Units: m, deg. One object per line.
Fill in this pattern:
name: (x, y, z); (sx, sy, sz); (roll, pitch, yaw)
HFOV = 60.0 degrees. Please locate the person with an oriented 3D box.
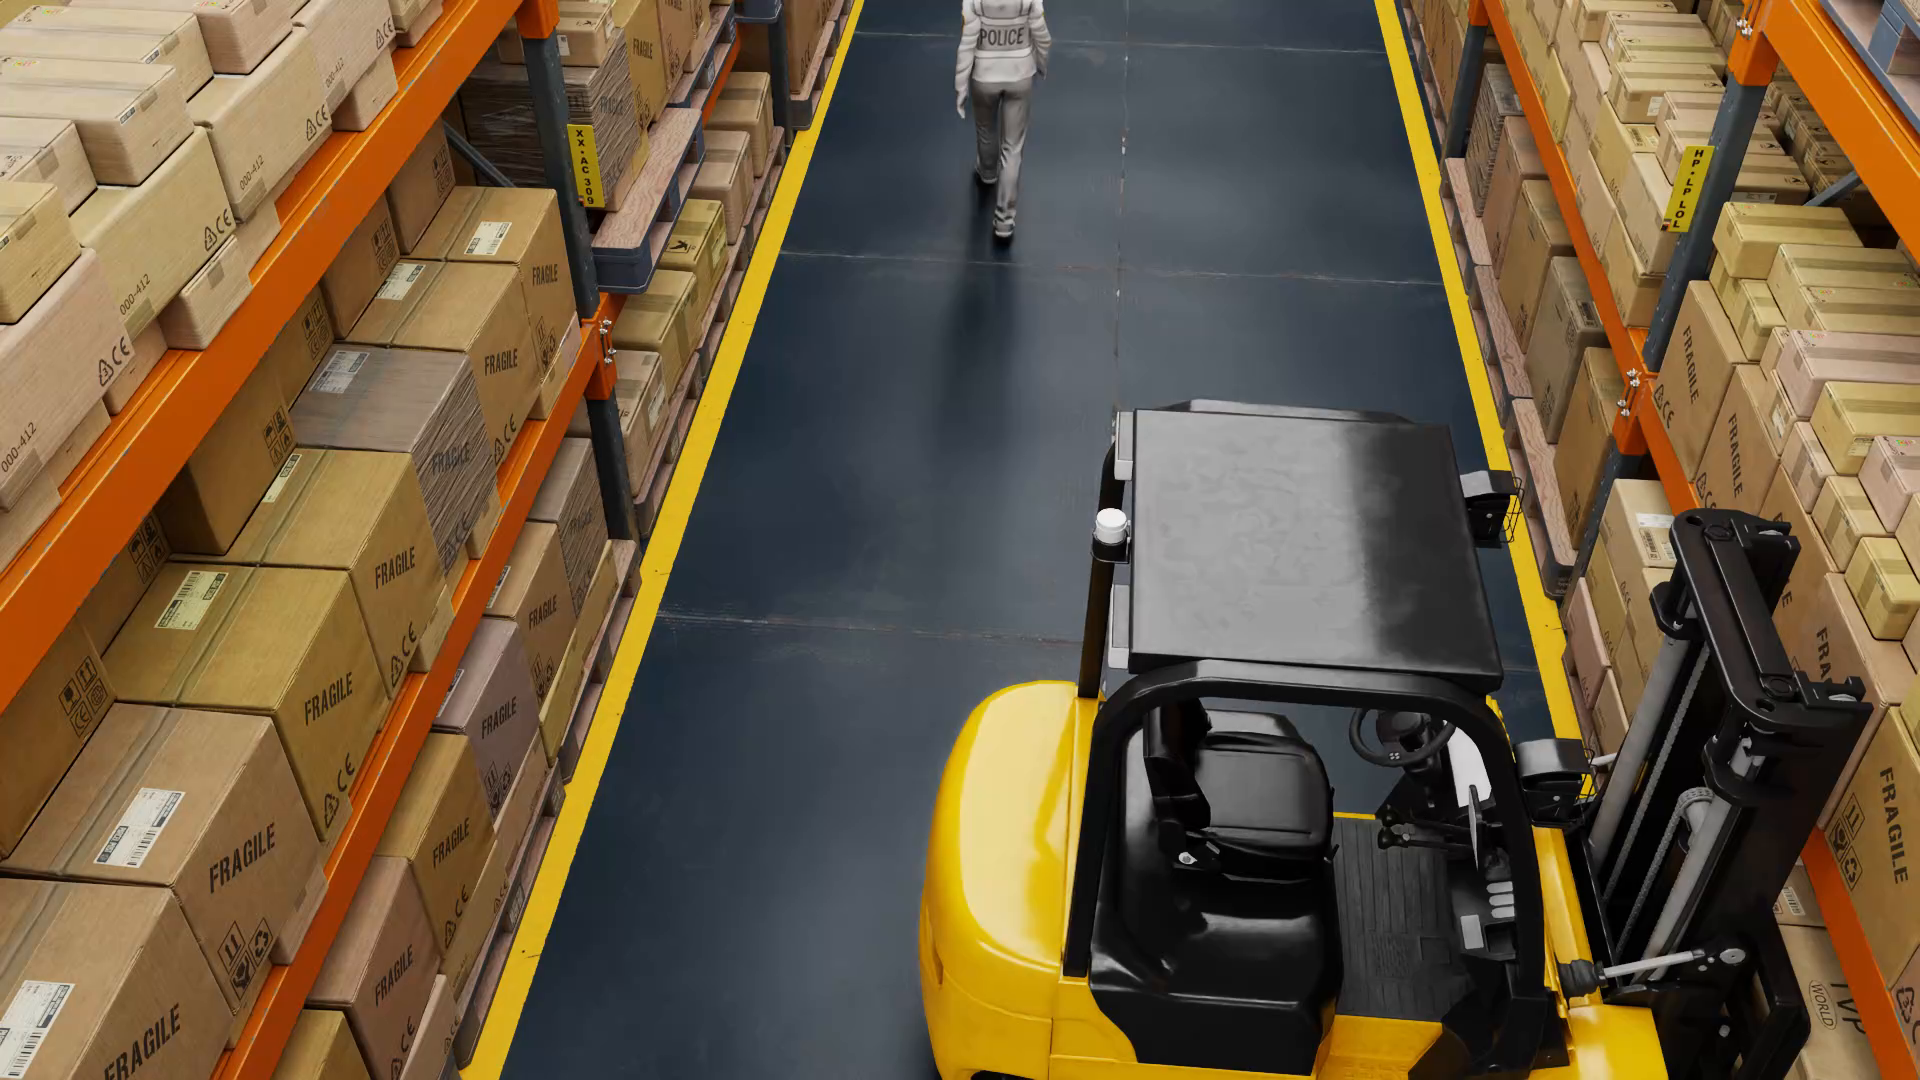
person: (0.241, -2.594, 9.180); (0.517, 1.629, 0.982); (2, 40, 3)
